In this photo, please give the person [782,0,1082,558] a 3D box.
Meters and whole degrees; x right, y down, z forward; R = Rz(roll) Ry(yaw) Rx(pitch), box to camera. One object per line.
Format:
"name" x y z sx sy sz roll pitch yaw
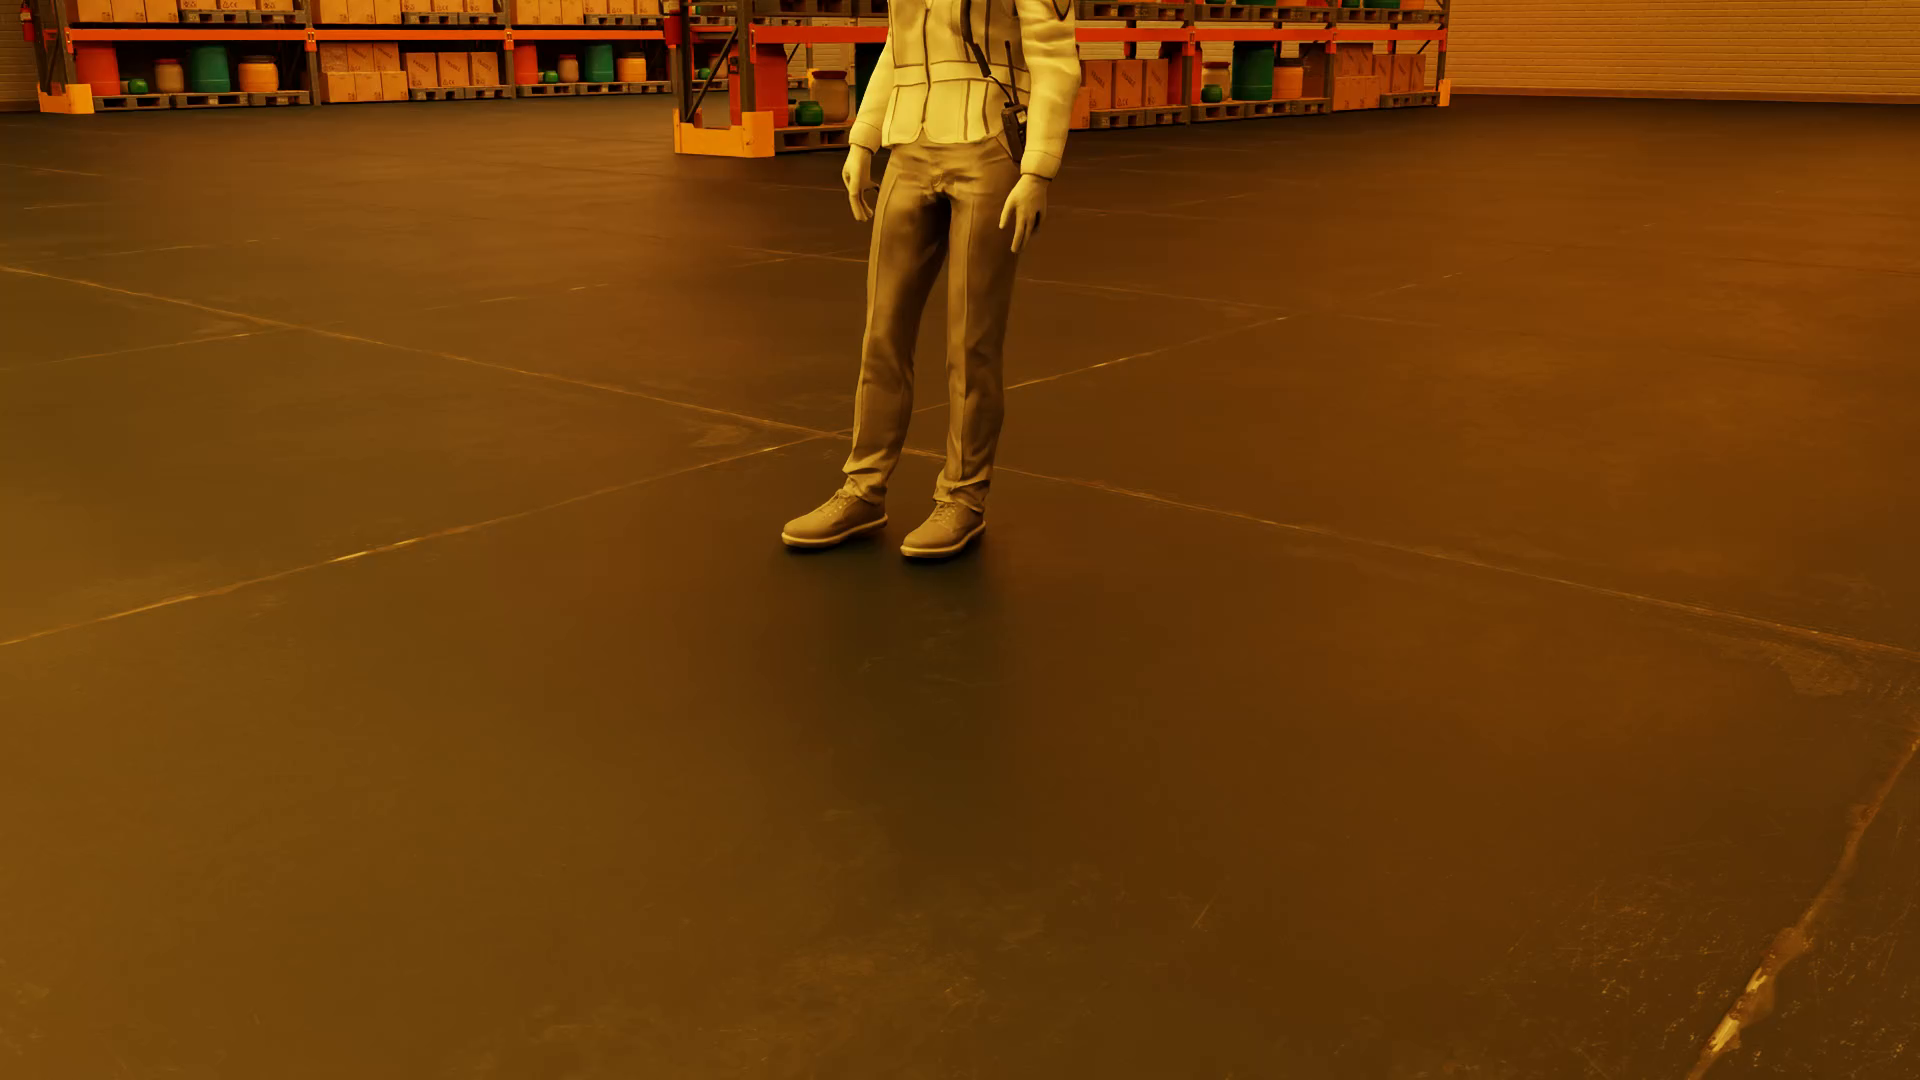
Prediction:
"person" -0.049 -0.802 3.648 0.588 1.692 0.531 13 21 37
